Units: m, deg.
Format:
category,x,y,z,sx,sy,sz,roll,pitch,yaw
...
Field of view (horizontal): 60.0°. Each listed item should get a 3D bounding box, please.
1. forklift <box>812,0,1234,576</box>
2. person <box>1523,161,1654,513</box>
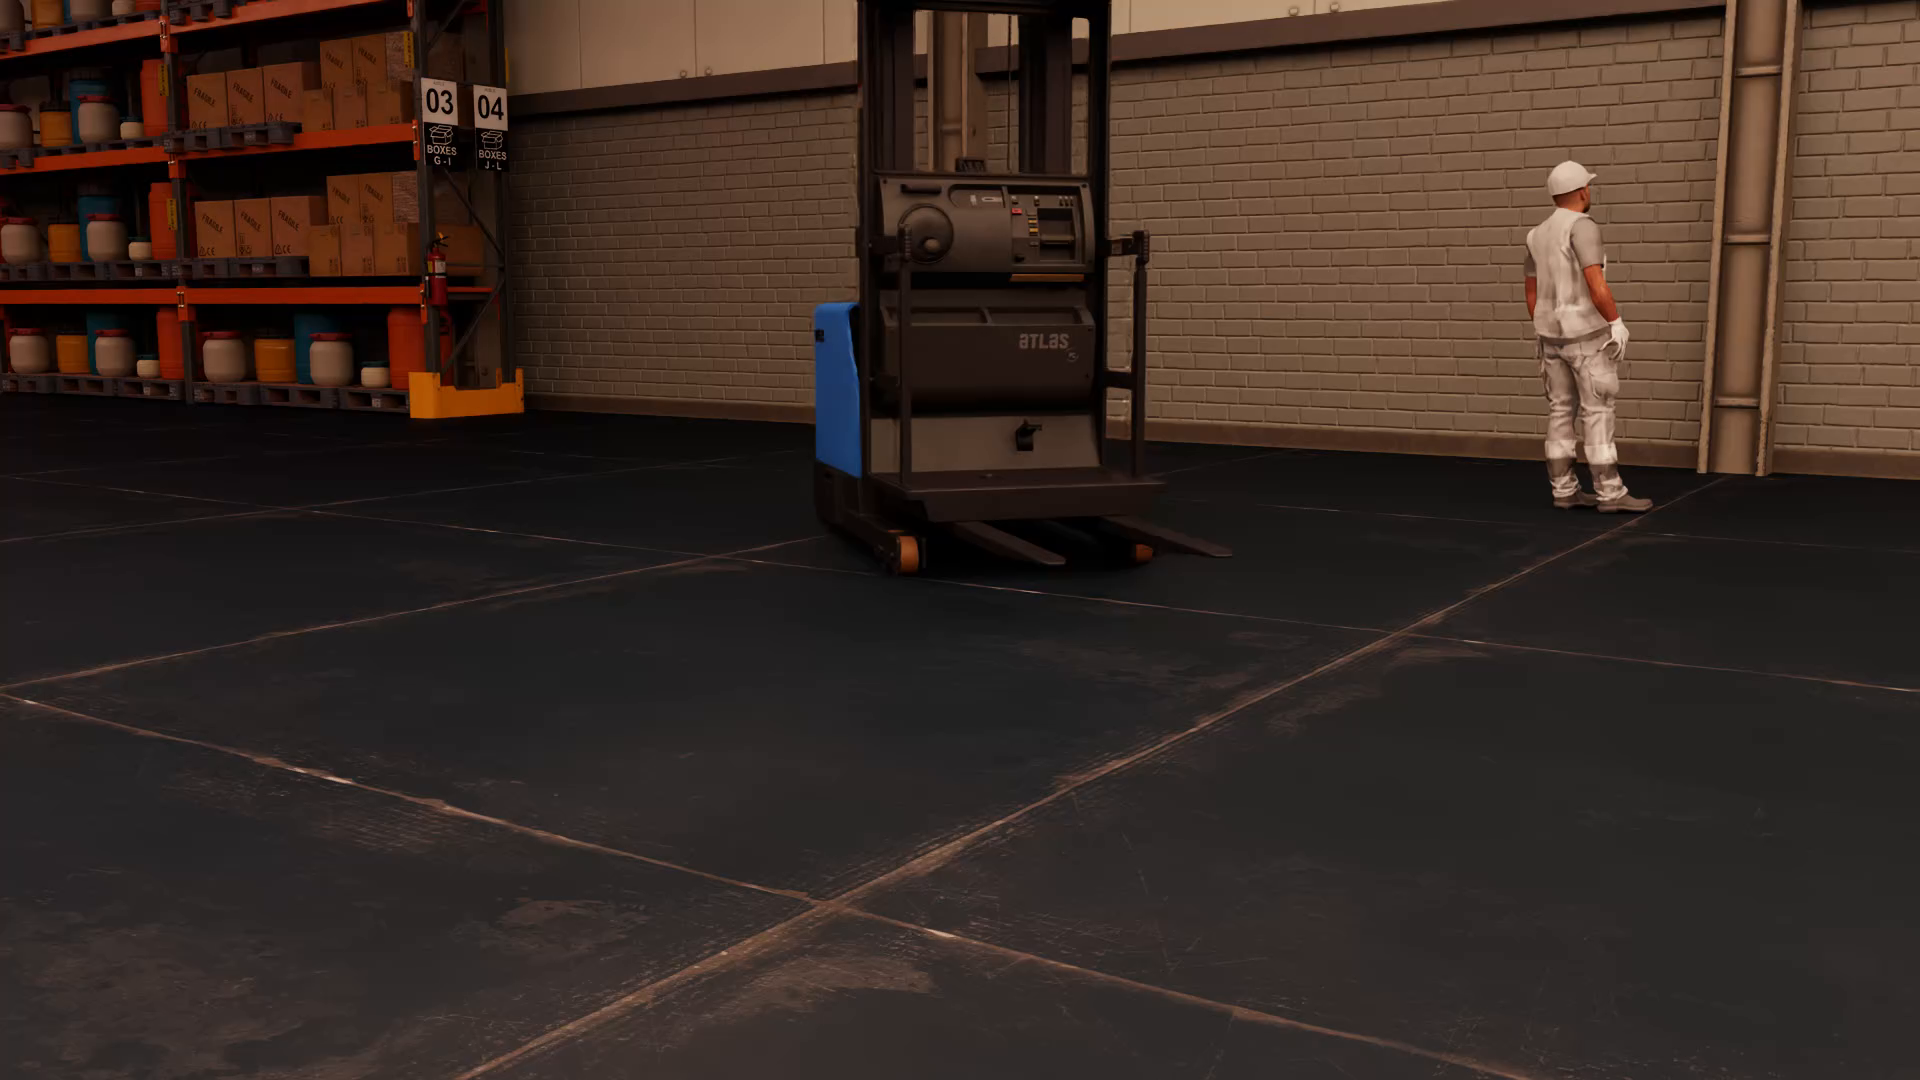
category,x,y,z,sx,sy,sz,roll,pitch,yaw
forklift,0.181,-1.369,6.818,1.130,2.935,3.031,-2,8,-16
person,3.255,-1.055,8.636,0.545,1.791,0.636,-3,9,-18
